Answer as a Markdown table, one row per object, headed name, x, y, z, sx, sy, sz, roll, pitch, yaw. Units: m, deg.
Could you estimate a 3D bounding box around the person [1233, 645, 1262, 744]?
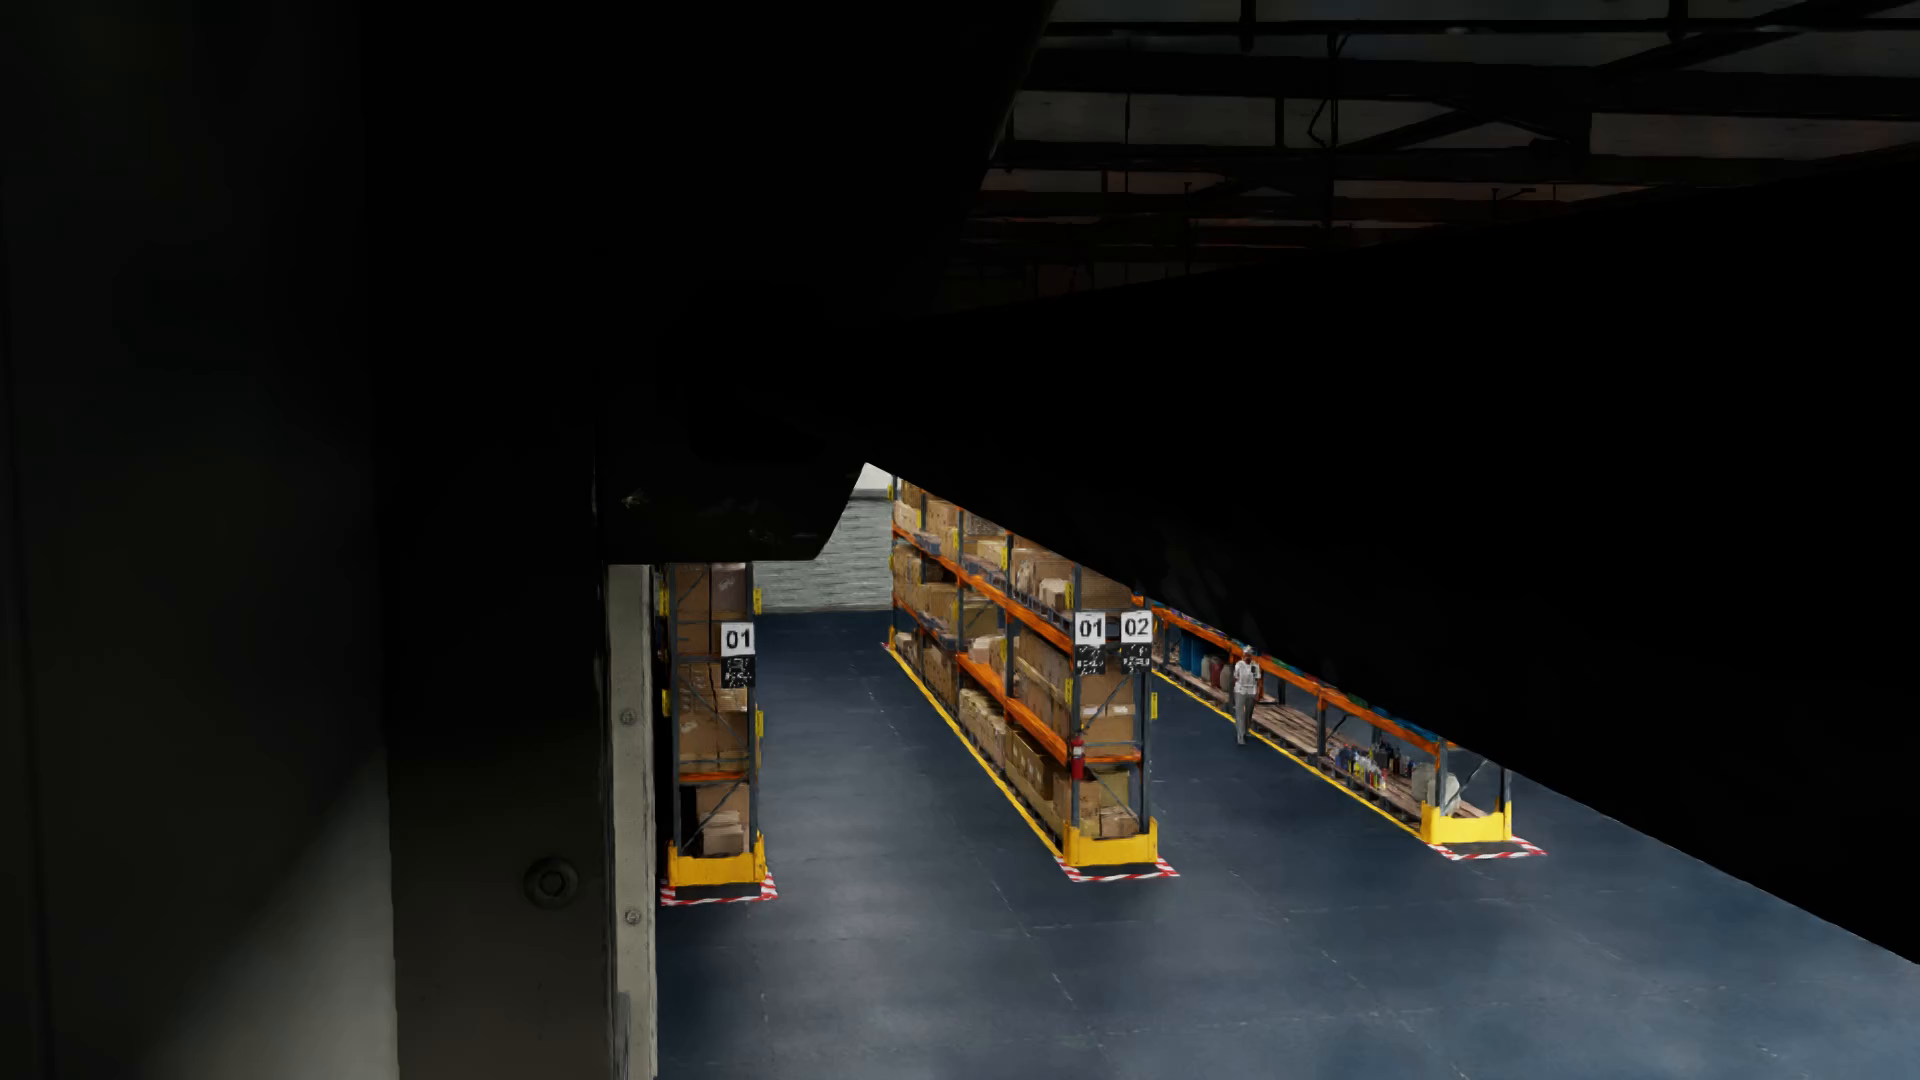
| name | x | y | z | sx | sy | sz | roll | pitch | yaw |
| --- | --- | --- | --- | --- | --- | --- | --- | --- | --- |
| person | 4.764 | 2.528 | 27.590 | 0.443 | 1.621 | 1.001 | 0 | 6 | -1 |
